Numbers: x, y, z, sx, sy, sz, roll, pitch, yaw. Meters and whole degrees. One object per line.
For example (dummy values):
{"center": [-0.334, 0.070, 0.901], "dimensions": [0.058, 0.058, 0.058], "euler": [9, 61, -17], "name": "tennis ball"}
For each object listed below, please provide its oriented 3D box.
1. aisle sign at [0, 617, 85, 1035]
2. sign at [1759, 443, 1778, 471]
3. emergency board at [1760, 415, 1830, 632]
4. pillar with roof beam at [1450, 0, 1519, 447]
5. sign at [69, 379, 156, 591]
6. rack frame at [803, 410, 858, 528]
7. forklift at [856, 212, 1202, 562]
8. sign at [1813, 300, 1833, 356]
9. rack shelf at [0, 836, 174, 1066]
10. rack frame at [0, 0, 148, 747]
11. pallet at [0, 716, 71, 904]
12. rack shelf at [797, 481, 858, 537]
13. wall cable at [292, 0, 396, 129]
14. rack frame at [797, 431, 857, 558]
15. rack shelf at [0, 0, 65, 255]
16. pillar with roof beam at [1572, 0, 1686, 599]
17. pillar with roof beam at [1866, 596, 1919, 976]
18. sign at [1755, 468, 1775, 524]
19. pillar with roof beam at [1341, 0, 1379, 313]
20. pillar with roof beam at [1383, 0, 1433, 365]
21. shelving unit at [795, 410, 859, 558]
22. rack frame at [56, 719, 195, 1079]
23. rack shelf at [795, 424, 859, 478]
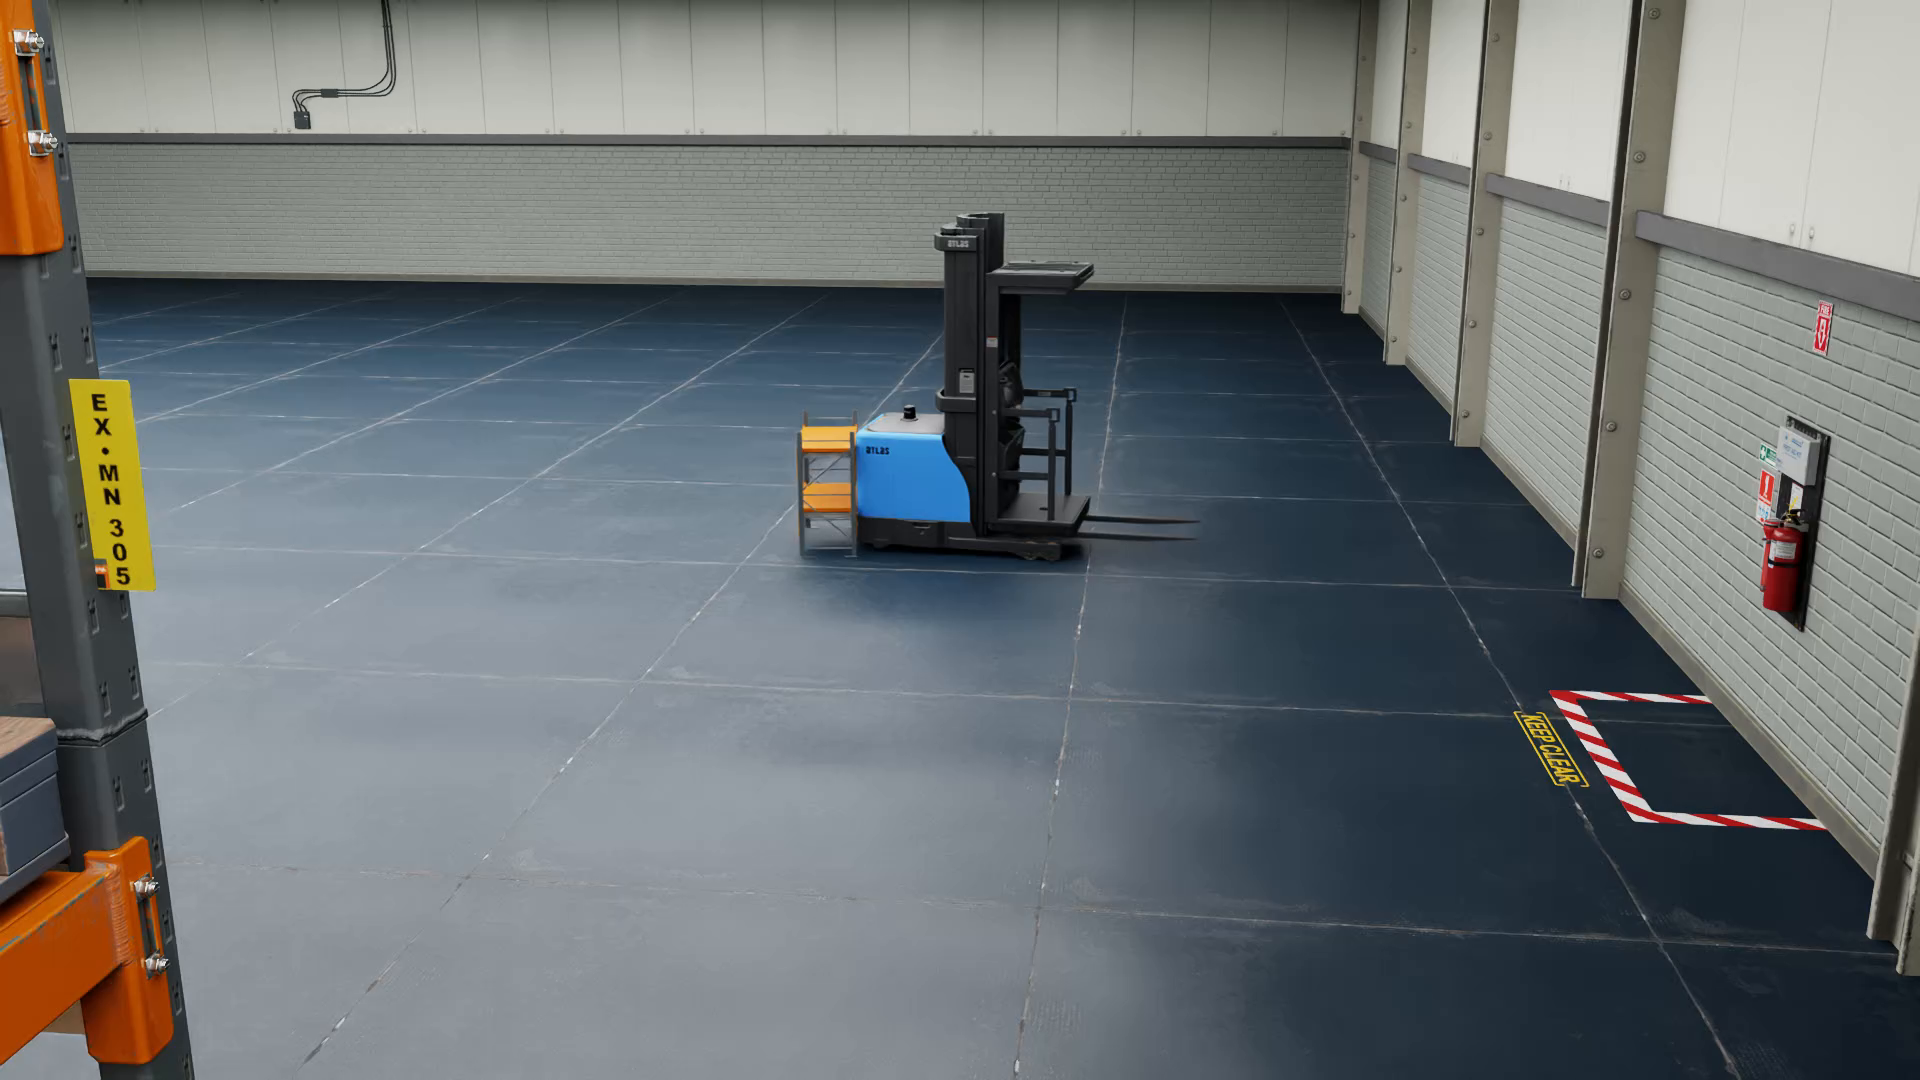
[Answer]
{"center": [-1.520, 0.474, 2.772], "dimensions": [0.394, 0.787, 0.004], "euler": [2, 15, 6], "name": "aisle sign"}
{"center": [5.033, -0.520, 10.341], "dimensions": [0.001, 0.109, 0.331], "euler": [2, 15, 6], "name": "sign"}
{"center": [4.877, -0.107, 9.900], "dimensions": [0.194, 1.169, 0.643], "euler": [2, 15, 6], "name": "emergency board"}
{"center": [1.637, -5.602, 18.729], "dimensions": [9.100, 9.000, 0.400], "euler": [2, 15, 6], "name": "pillar with roof beam"}
{"center": [-1.282, -0.081, 2.511], "dimensions": [0.100, 0.325, 0.005], "euler": [2, 15, 6], "name": "sign"}
{"center": [-1.204, -0.659, 15.533], "dimensions": [0.500, 1.125, 0.032], "euler": [-1, 15, -2], "name": "rack frame"}
{"center": [0.638, -1.377, 14.729], "dimensions": [3.031, 2.935, 1.130], "euler": [3, 15, 12], "name": "forklift"}
{"center": [4.977, -1.225, 9.594], "dimensions": [0.001, 0.298, 0.199], "euler": [2, 15, 6], "name": "sign"}
{"center": [-2.045, 1.155, 0.864], "dimensions": [1.077, 0.370, 4.000], "euler": [2, 15, 6], "name": "rack shelf"}
{"center": [-1.819, -1.159, 2.297], "dimensions": [1.000, 3.000, 0.127], "euler": [2, 15, 6], "name": "rack frame"}
{"center": [-1.925, 0.514, 2.025], "dimensions": [1.003, 0.211, 1.213], "euler": [2, 15, 6], "name": "pallet"}
{"center": [-1.184, -0.291, 15.107], "dimensions": [0.538, 0.278, 1.000], "euler": [-1, 15, -2], "name": "rack shelf"}
{"center": [-12.953, -11.599, 34.390], "dimensions": [2.305, 6.003, 0.169], "euler": [2, 15, 6], "name": "wall cable"}
{"center": [-1.165, -0.394, 14.553], "dimensions": [0.500, 1.125, 0.032], "euler": [-1, 15, -2], "name": "rack frame"}
{"center": [-2.045, -0.100, 0.525], "dimensions": [1.077, 0.370, 4.000], "euler": [2, 15, 6], "name": "rack shelf"}
{"center": [0.960, -4.046, 12.974], "dimensions": [9.100, 9.000, 0.400], "euler": [2, 15, 6], "name": "pillar with roof beam"}
{"center": [0.283, -2.490, 7.219], "dimensions": [9.100, 9.000, 0.400], "euler": [2, 15, 6], "name": "pillar with roof beam"}
{"center": [5.042, -0.265, 10.414], "dimensions": [0.001, 0.329, 0.234], "euler": [2, 15, 6], "name": "sign"}
{"center": [2.991, -8.715, 30.239], "dimensions": [9.100, 9.000, 0.400], "euler": [2, 15, 6], "name": "pillar with roof beam"}
{"center": [2.314, -7.159, 24.484], "dimensions": [9.100, 9.000, 0.400], "euler": [2, 15, 6], "name": "pillar with roof beam"}
{"center": [-1.184, -0.527, 15.043], "dimensions": [0.538, 1.125, 1.048], "euler": [-1, 15, -2], "name": "shelving unit"}
{"center": [-1.819, 1.737, 3.080], "dimensions": [1.000, 3.000, 0.127], "euler": [2, 15, 6], "name": "rack frame"}
{"center": [-1.184, -0.809, 14.967], "dimensions": [0.538, 0.278, 1.000], "euler": [-1, 15, -2], "name": "rack shelf"}
